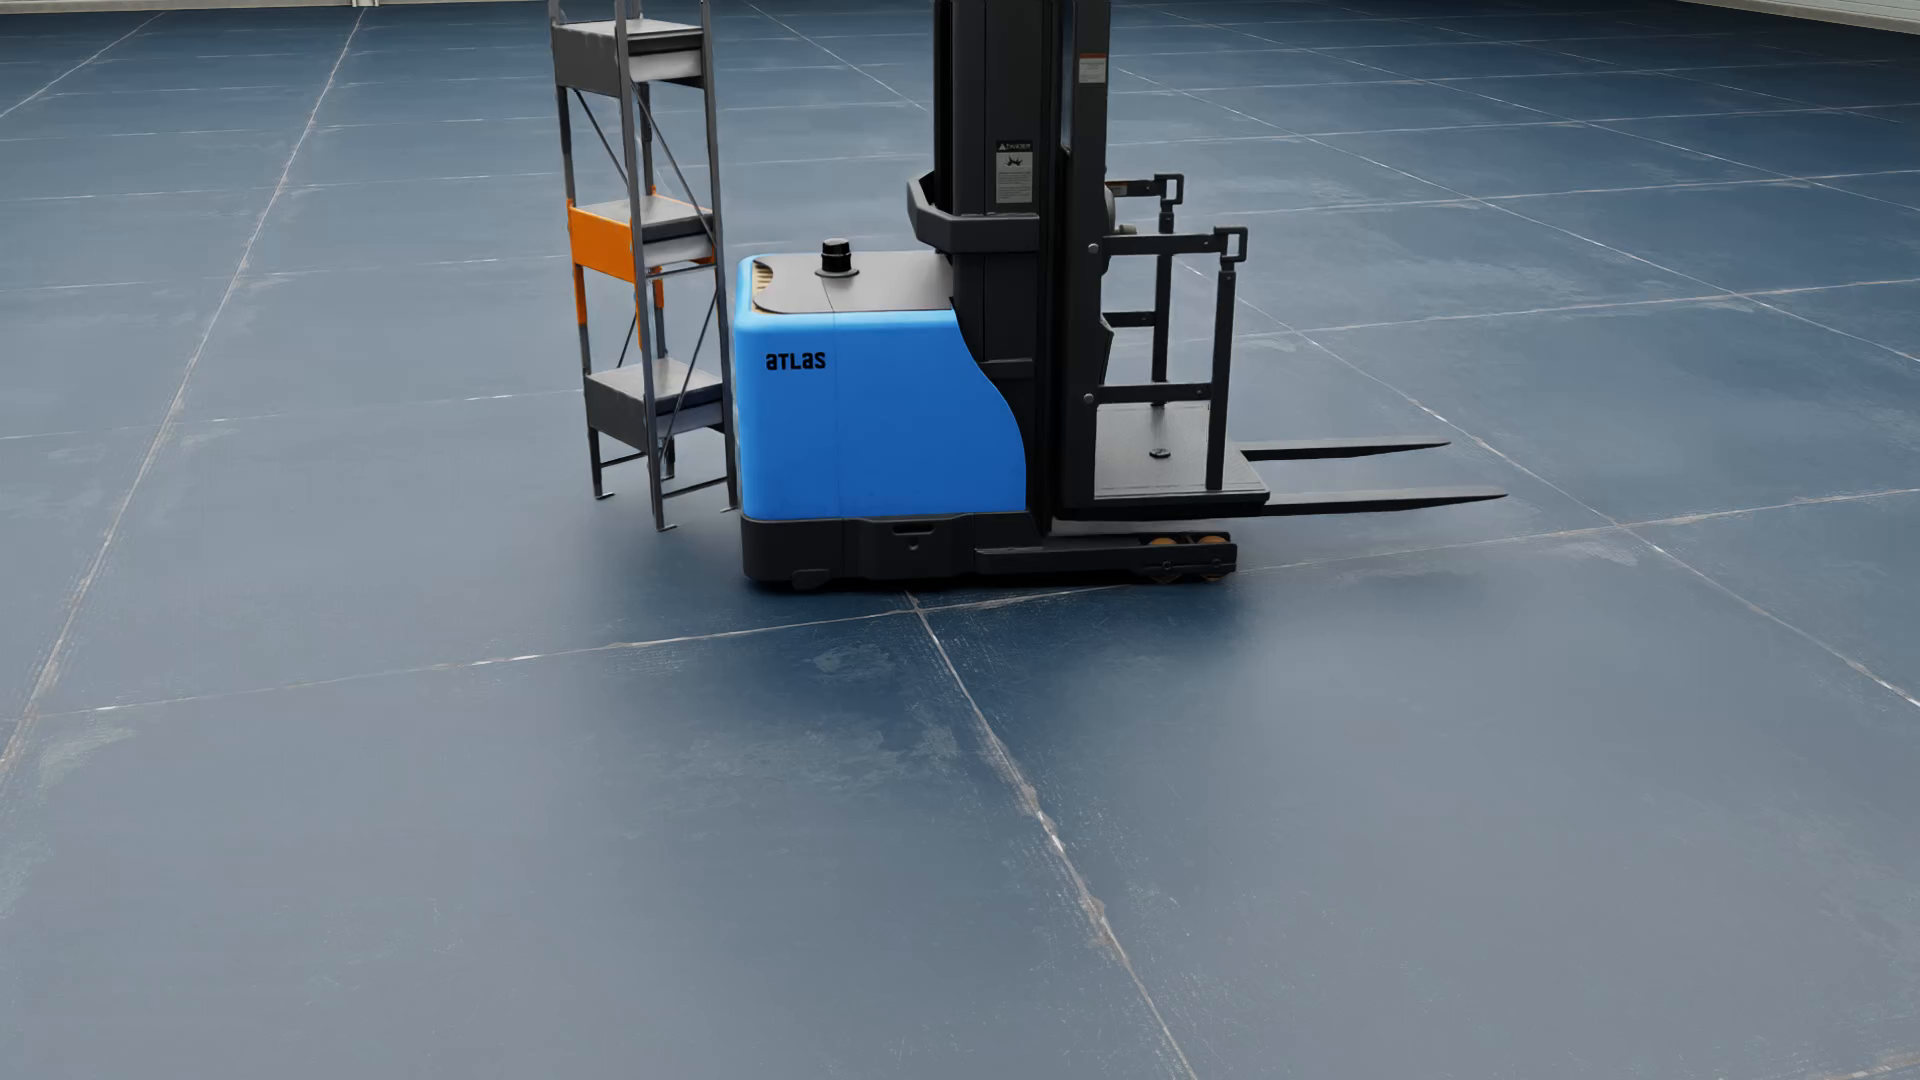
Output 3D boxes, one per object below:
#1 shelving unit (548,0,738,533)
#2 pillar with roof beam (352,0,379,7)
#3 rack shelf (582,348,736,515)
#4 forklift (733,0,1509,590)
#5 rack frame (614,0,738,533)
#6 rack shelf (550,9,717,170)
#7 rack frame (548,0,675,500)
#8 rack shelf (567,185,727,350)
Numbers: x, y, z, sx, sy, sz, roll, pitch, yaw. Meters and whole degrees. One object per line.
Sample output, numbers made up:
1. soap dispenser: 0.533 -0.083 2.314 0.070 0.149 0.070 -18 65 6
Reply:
1. shelving unit: -1.258 -1.119 6.696 0.431 2.100 0.503 -19 30 -38
2. pillar with roof beam: -8.450 -11.153 21.331 0.400 9.000 9.100 -6 24 -14
3. rack shelf: -1.258 -0.463 6.977 0.431 0.518 0.480 -19 30 -38
4. forklift: 0.642 -1.391 6.274 3.031 2.935 1.130 -2 23 -6
5. rack frame: -1.095 -1.048 6.529 0.400 2.100 0.015 -19 30 -38
6. rack shelf: -1.258 -1.750 6.425 0.431 0.518 0.480 -19 30 -38
7. rack frame: -1.420 -1.191 6.863 0.400 2.100 0.015 -19 30 -38
8. rack shelf: -1.258 -1.107 6.701 0.431 0.518 0.480 -19 30 -38
